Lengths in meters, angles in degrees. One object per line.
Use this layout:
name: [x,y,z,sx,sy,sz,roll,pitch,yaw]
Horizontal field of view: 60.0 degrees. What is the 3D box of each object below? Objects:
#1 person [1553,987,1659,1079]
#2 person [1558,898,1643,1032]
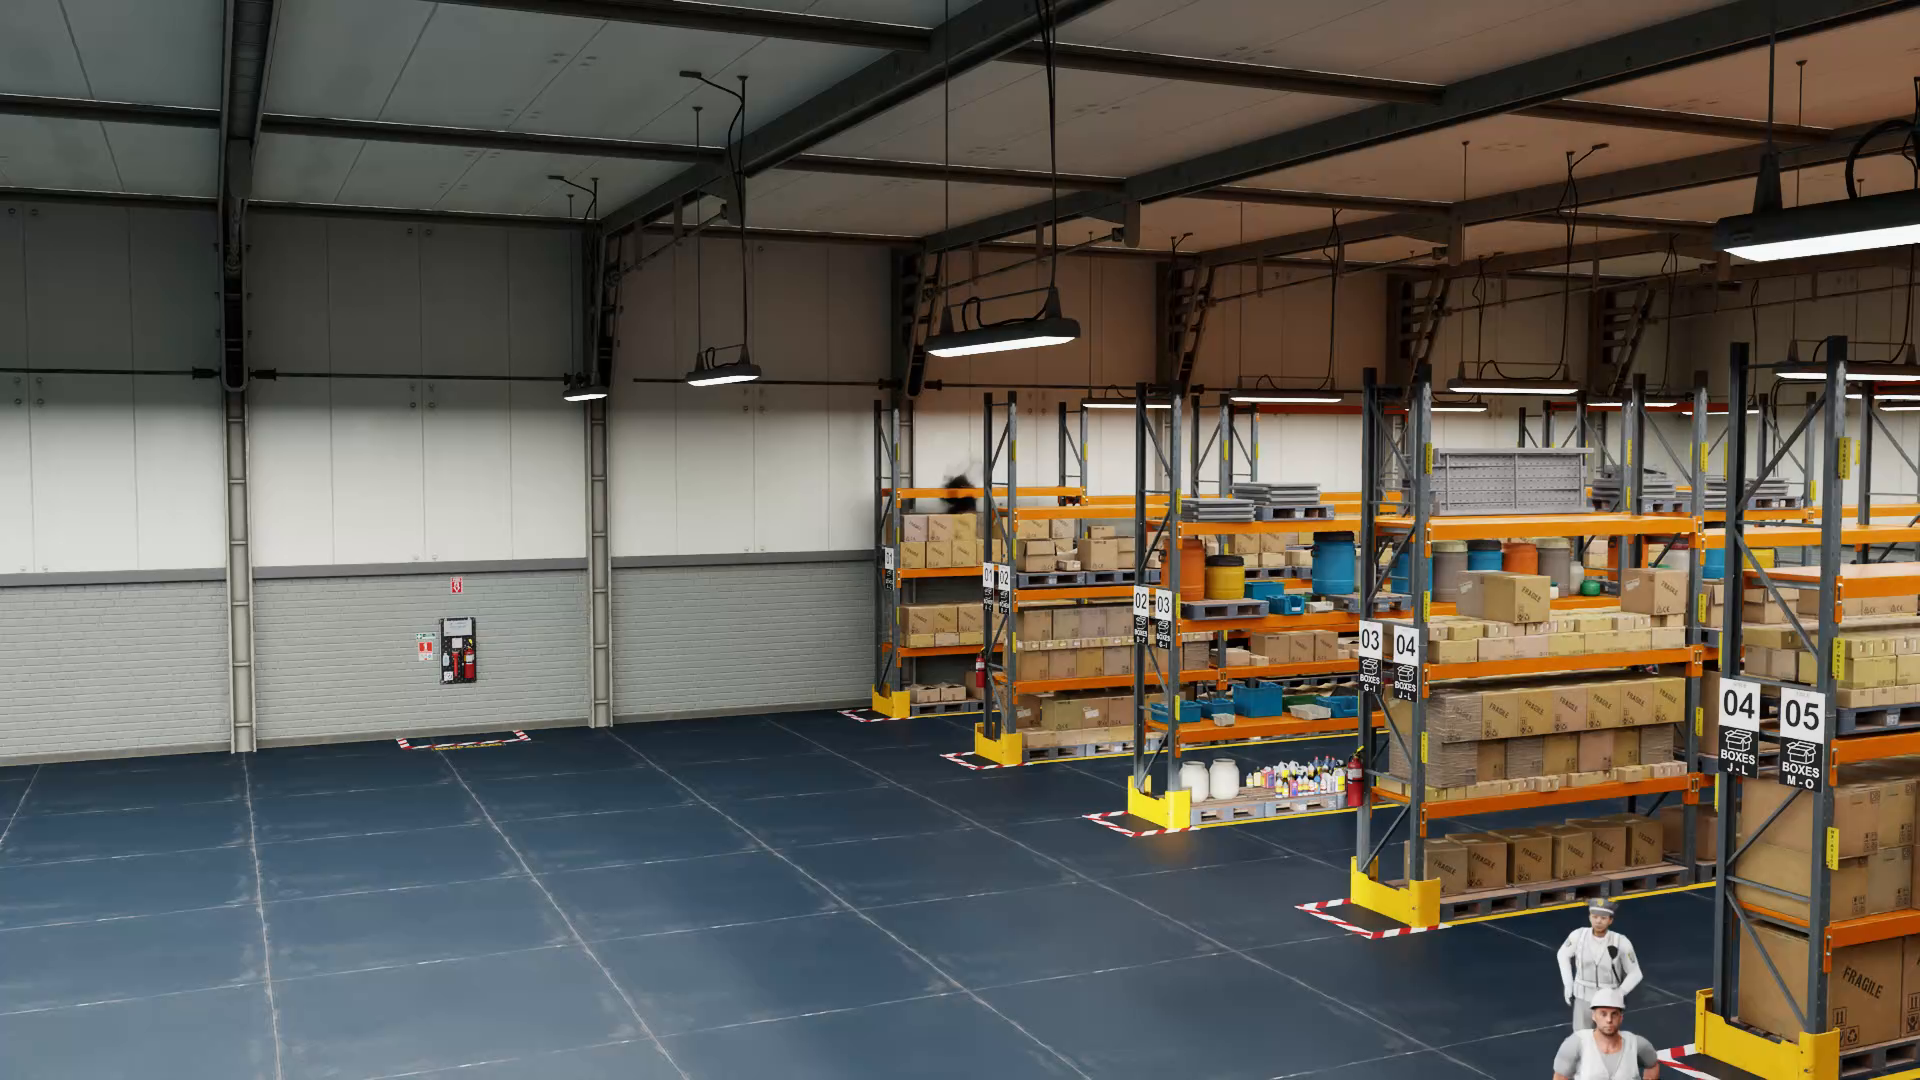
person: [3.968,3.667,10.217,0.632,1.836,0.736,1,3,18]
person: [4.935,3.578,12.858,0.623,1.661,0.567,1,4,23]
